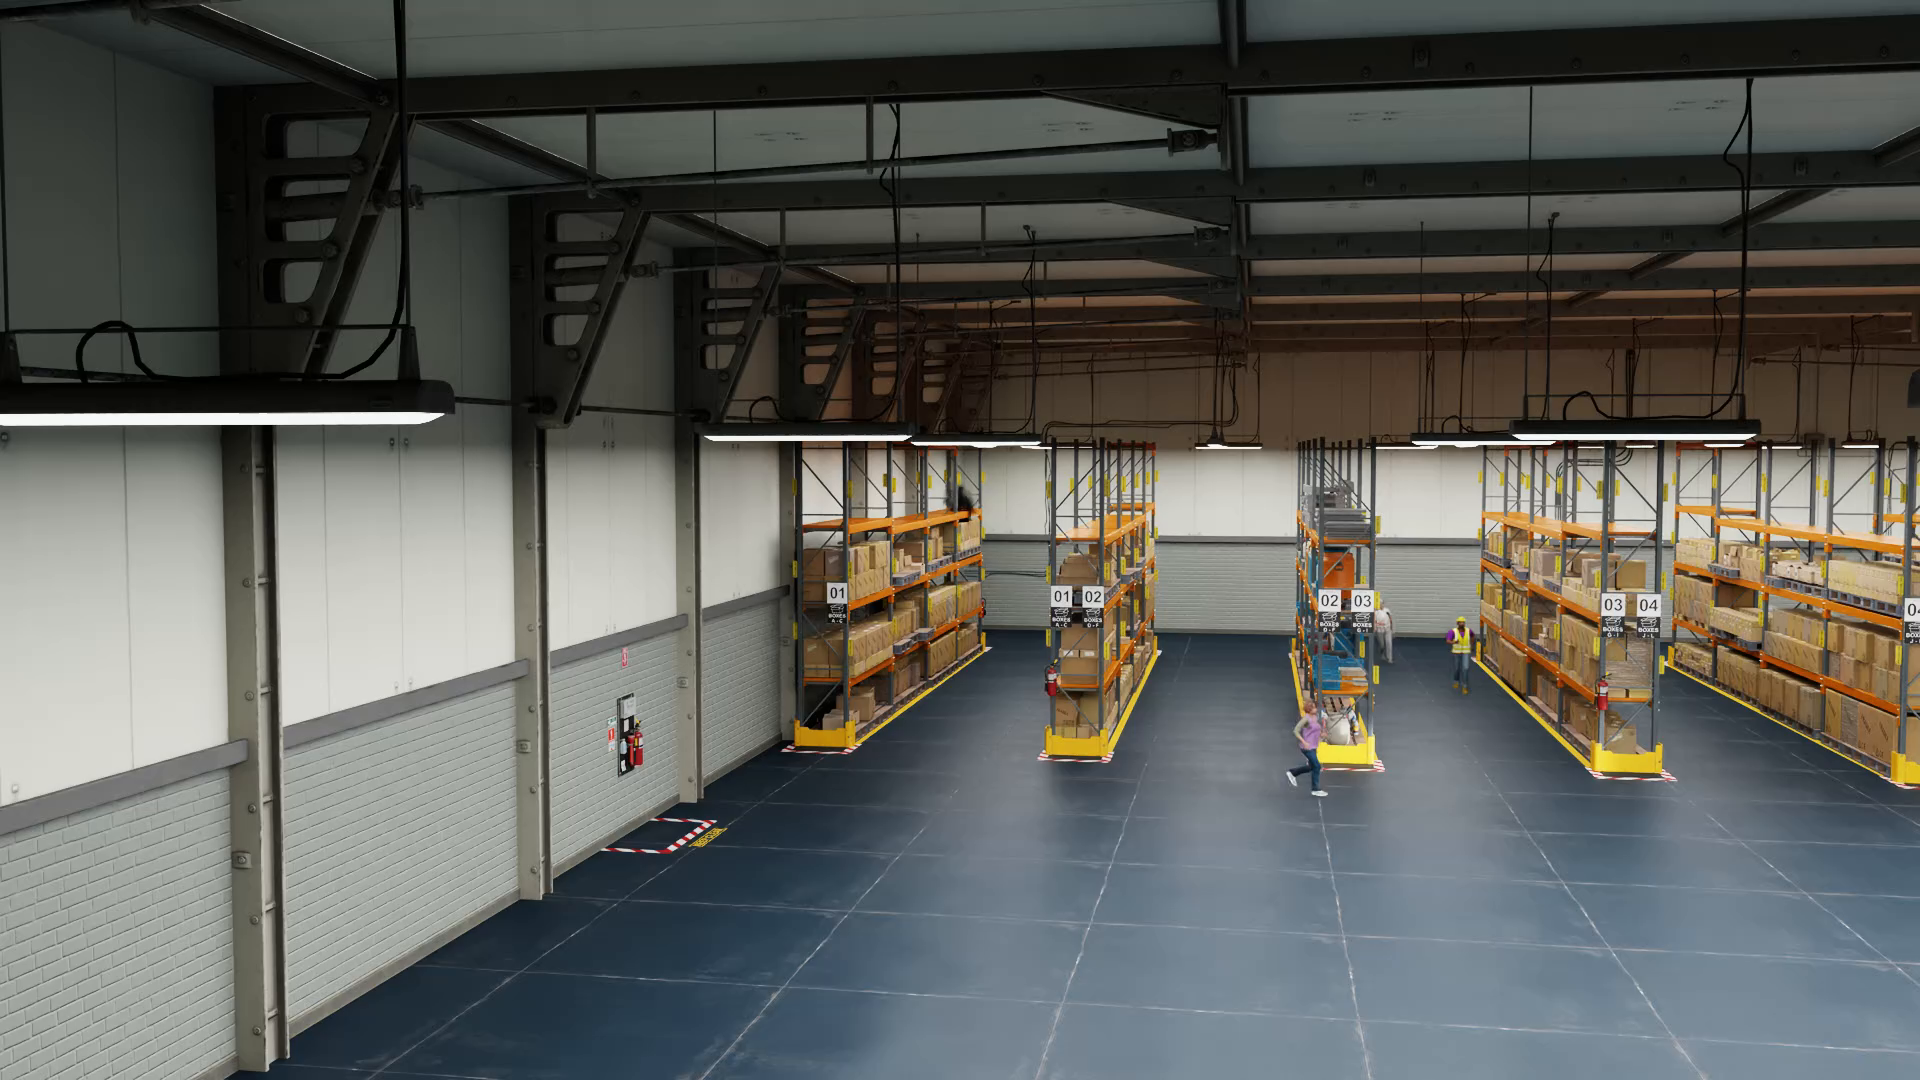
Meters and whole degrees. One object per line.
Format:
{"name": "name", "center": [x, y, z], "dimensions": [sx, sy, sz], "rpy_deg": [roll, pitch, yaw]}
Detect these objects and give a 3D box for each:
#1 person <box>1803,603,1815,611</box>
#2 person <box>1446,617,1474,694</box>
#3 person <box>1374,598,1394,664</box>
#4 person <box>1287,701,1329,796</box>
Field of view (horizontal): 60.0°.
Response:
{"name": "person", "center": [23.157, 2.443, 45.298], "dimensions": [0.677, 1.844, 0.683], "rpy_deg": [1, 3, 14]}
{"name": "person", "center": [11.927, 2.741, 39.651], "dimensions": [0.689, 1.838, 0.810], "rpy_deg": [1, 3, 11]}
{"name": "person", "center": [11.456, 2.447, 45.156], "dimensions": [0.689, 1.735, 0.967], "rpy_deg": [0, 3, -2]}
{"name": "person", "center": [5.777, 3.462, 27.716], "dimensions": [0.736, 1.568, 0.538], "rpy_deg": [2, 4, 35]}
